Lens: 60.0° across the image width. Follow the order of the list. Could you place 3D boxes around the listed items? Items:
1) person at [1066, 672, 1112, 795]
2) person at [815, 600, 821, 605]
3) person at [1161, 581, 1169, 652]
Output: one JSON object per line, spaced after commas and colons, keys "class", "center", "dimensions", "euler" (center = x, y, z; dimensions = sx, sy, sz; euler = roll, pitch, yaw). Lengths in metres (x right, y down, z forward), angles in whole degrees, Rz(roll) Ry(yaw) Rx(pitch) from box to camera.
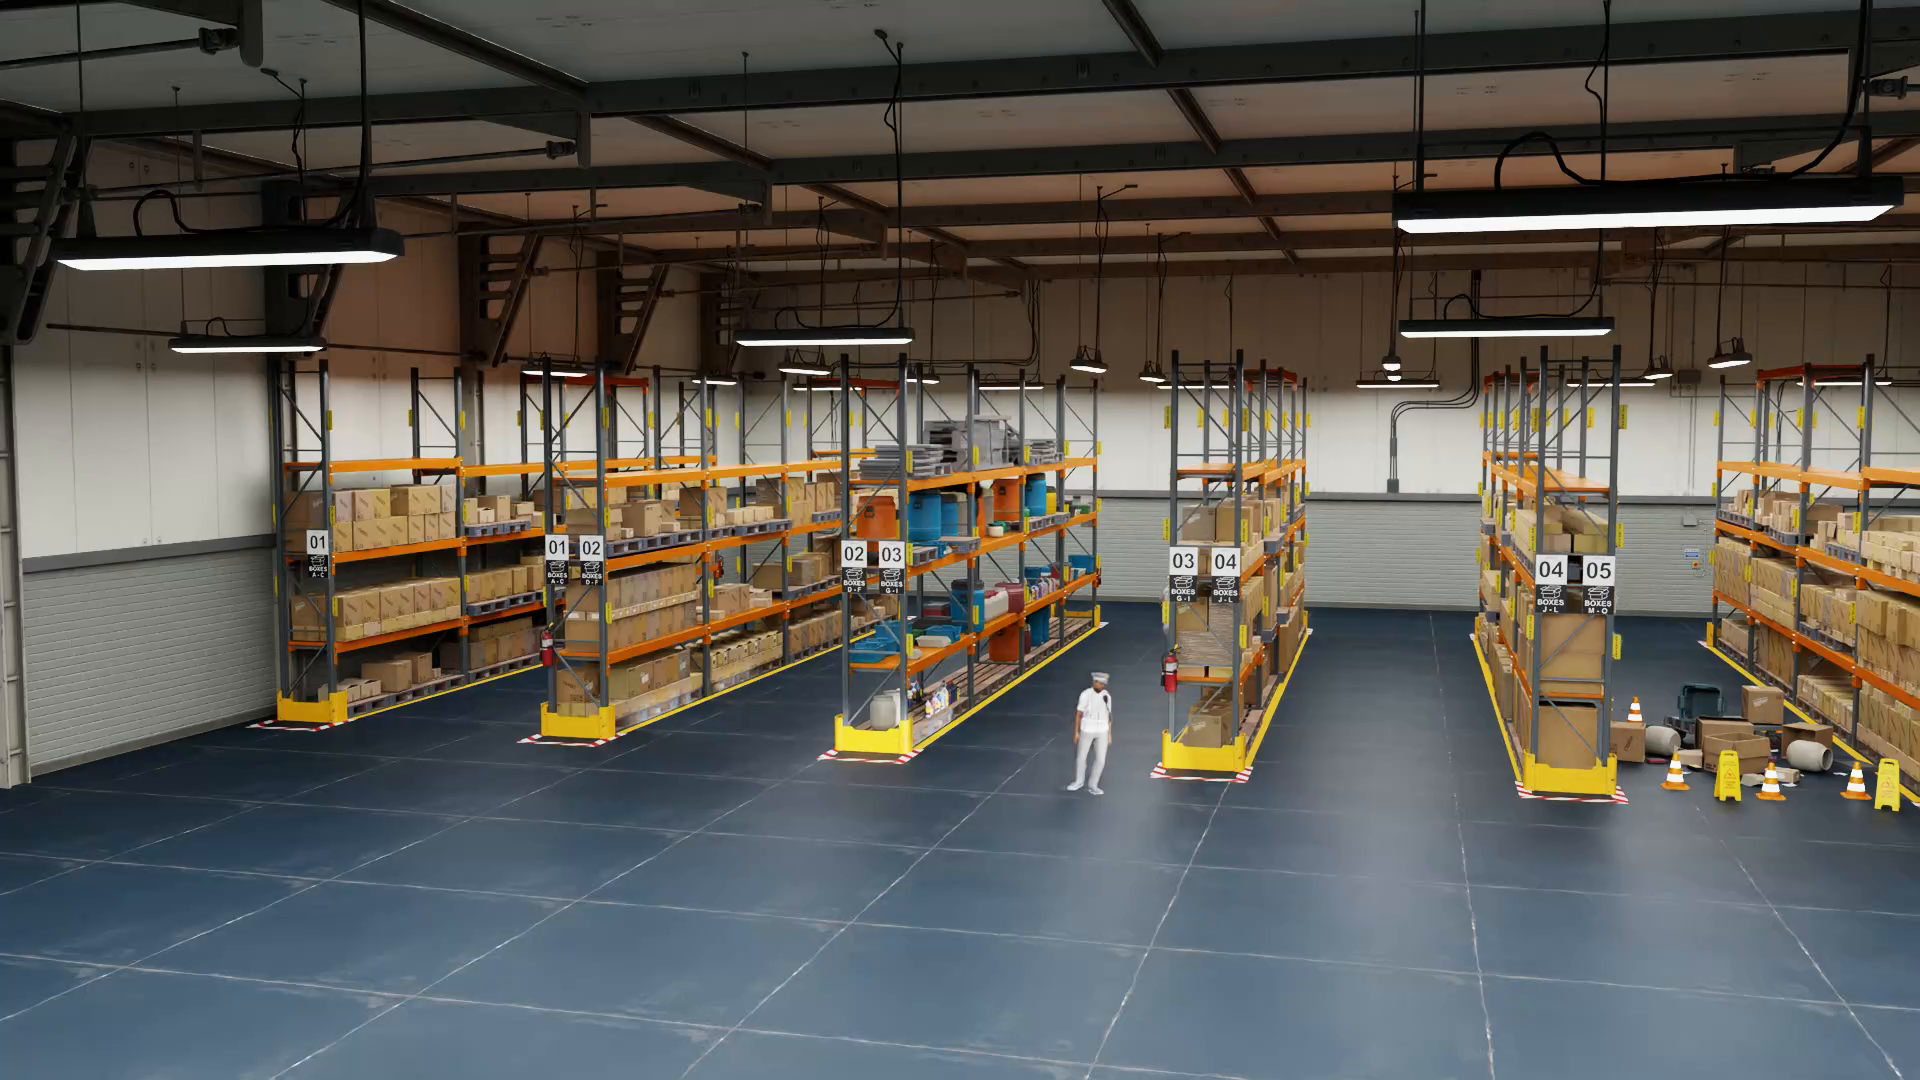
{"class": "person", "center": [1.735, 2.580, 22.275], "dimensions": [0.581, 1.647, 0.465], "euler": [-1, 4, -13]}
{"class": "person", "center": [-3.687, 1.261, 41.527], "dimensions": [0.604, 1.523, 0.838], "euler": [0, 4, 3]}
{"class": "person", "center": [4.657, 1.629, 35.831], "dimensions": [0.691, 1.597, 1.083], "euler": [2, 4, 22]}
